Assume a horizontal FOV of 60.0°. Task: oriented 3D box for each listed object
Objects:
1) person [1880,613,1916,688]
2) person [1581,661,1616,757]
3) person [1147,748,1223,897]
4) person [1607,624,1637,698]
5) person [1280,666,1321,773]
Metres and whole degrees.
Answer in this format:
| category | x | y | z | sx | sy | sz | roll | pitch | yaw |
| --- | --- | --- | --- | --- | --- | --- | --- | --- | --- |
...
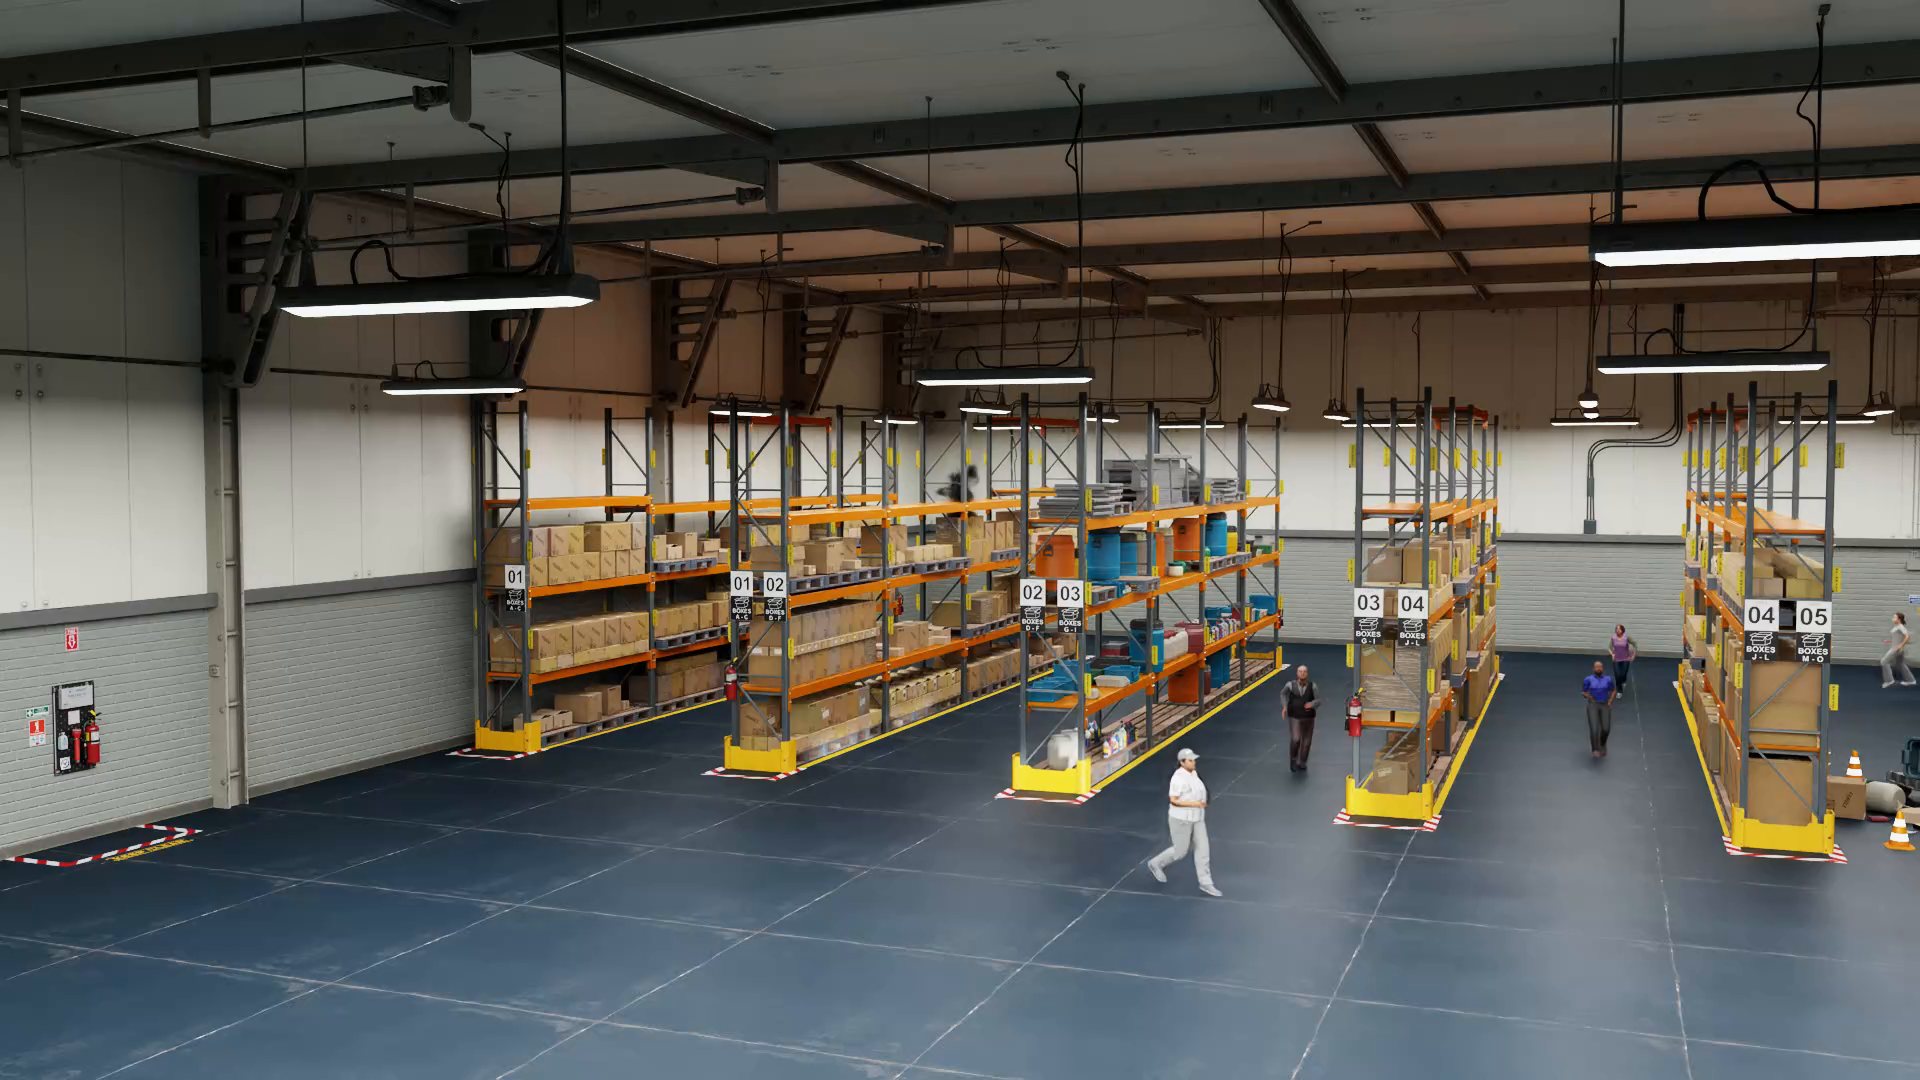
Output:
| category | x | y | z | sx | sy | sz | roll | pitch | yaw |
| --- | --- | --- | --- | --- | --- | --- | --- | --- | --- |
| person | 20.468 | 2.419 | 36.246 | 0.690 | 1.685 | 0.621 | 2 | 3 | 30 |
| person | 10.686 | 2.831 | 27.796 | 0.565 | 1.613 | 0.551 | 1 | 3 | 16 |
| person | 2.599 | 3.230 | 19.161 | 0.921 | 1.667 | 0.609 | 2 | 4 | 39 |
| person | 13.833 | 2.552 | 34.786 | 0.568 | 1.543 | 0.604 | 2 | 3 | 31 |
| person | 5.428 | 2.855 | 26.466 | 0.633 | 1.703 | 0.683 | 0 | 3 | 5 |
